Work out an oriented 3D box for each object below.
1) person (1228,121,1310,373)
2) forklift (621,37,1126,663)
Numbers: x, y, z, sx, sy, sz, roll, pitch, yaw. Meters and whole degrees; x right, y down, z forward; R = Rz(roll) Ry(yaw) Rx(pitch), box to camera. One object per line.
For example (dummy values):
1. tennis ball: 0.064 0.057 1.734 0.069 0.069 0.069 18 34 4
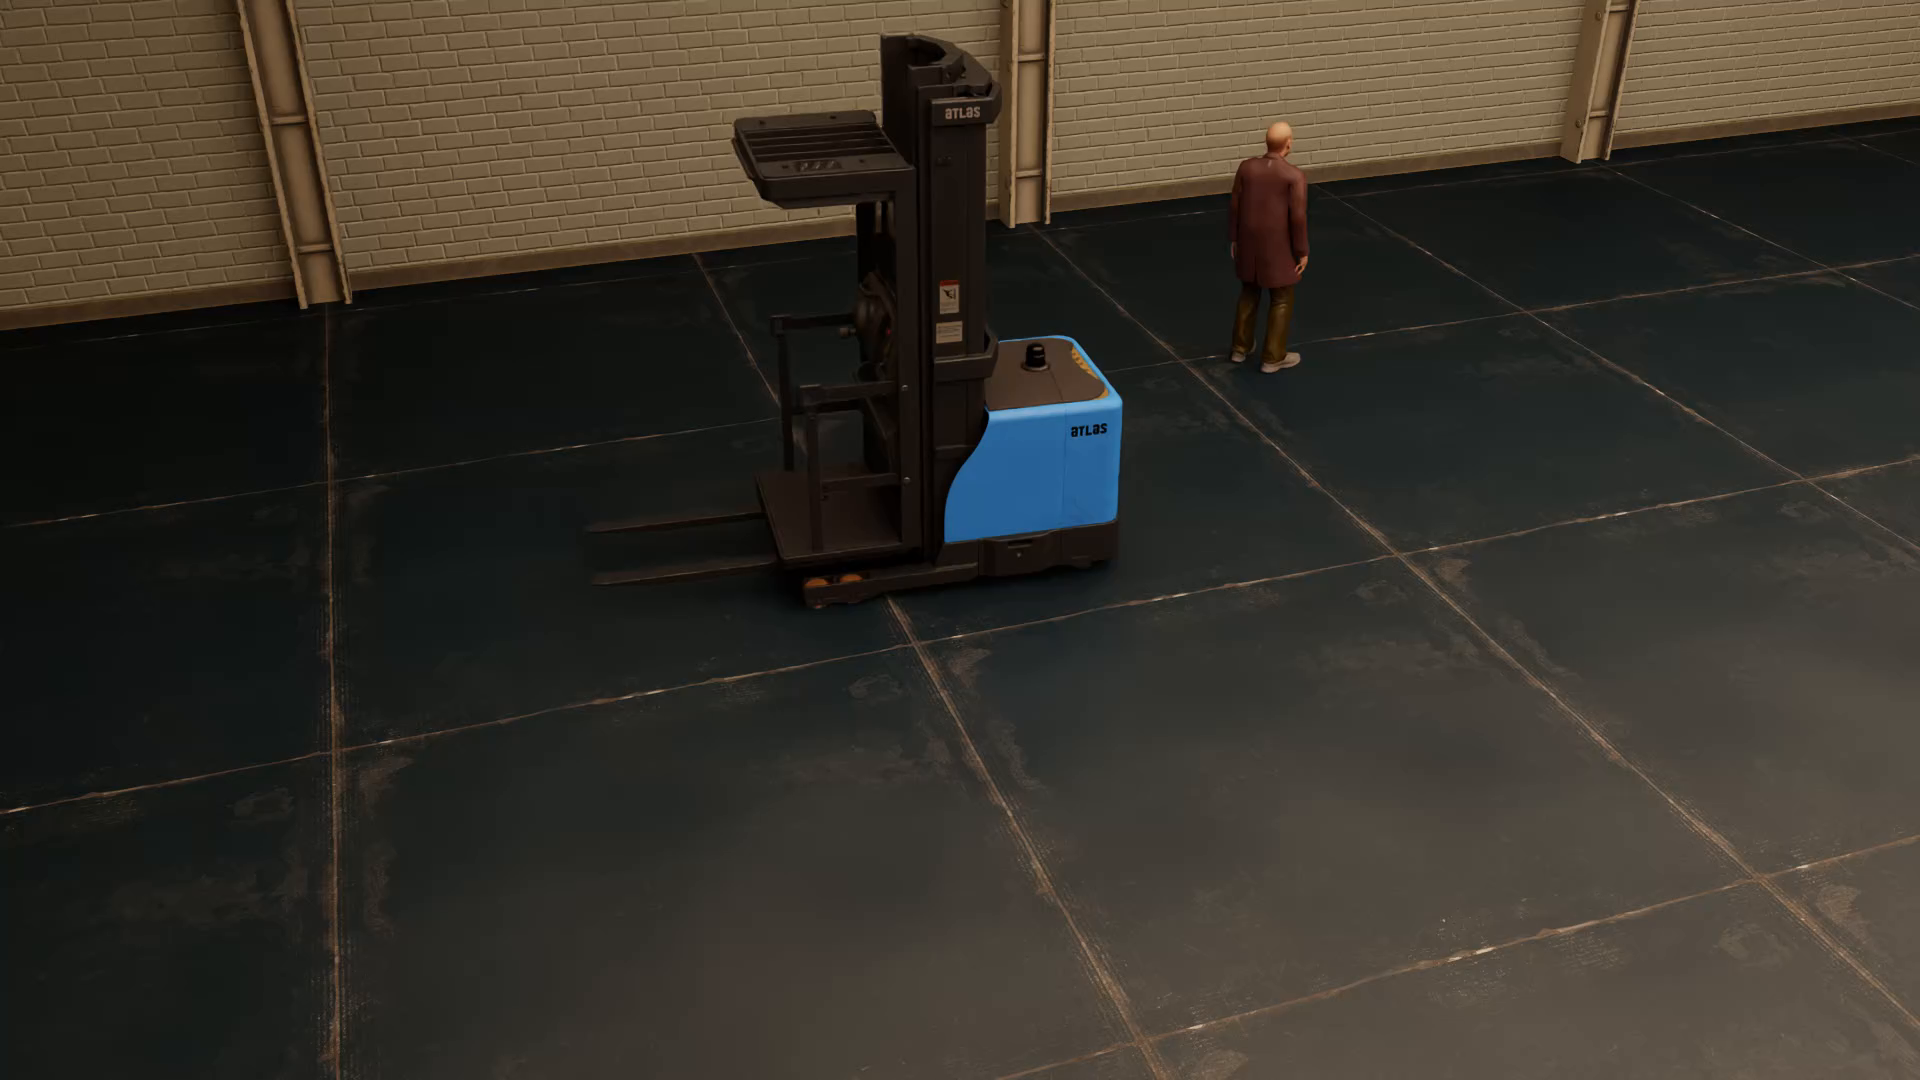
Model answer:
1. person: 2.203 -2.097 11.892 0.641 1.774 0.421 23 37 34
2. forklift: -0.461 -1.072 8.951 3.031 2.935 1.130 -23 37 -34
